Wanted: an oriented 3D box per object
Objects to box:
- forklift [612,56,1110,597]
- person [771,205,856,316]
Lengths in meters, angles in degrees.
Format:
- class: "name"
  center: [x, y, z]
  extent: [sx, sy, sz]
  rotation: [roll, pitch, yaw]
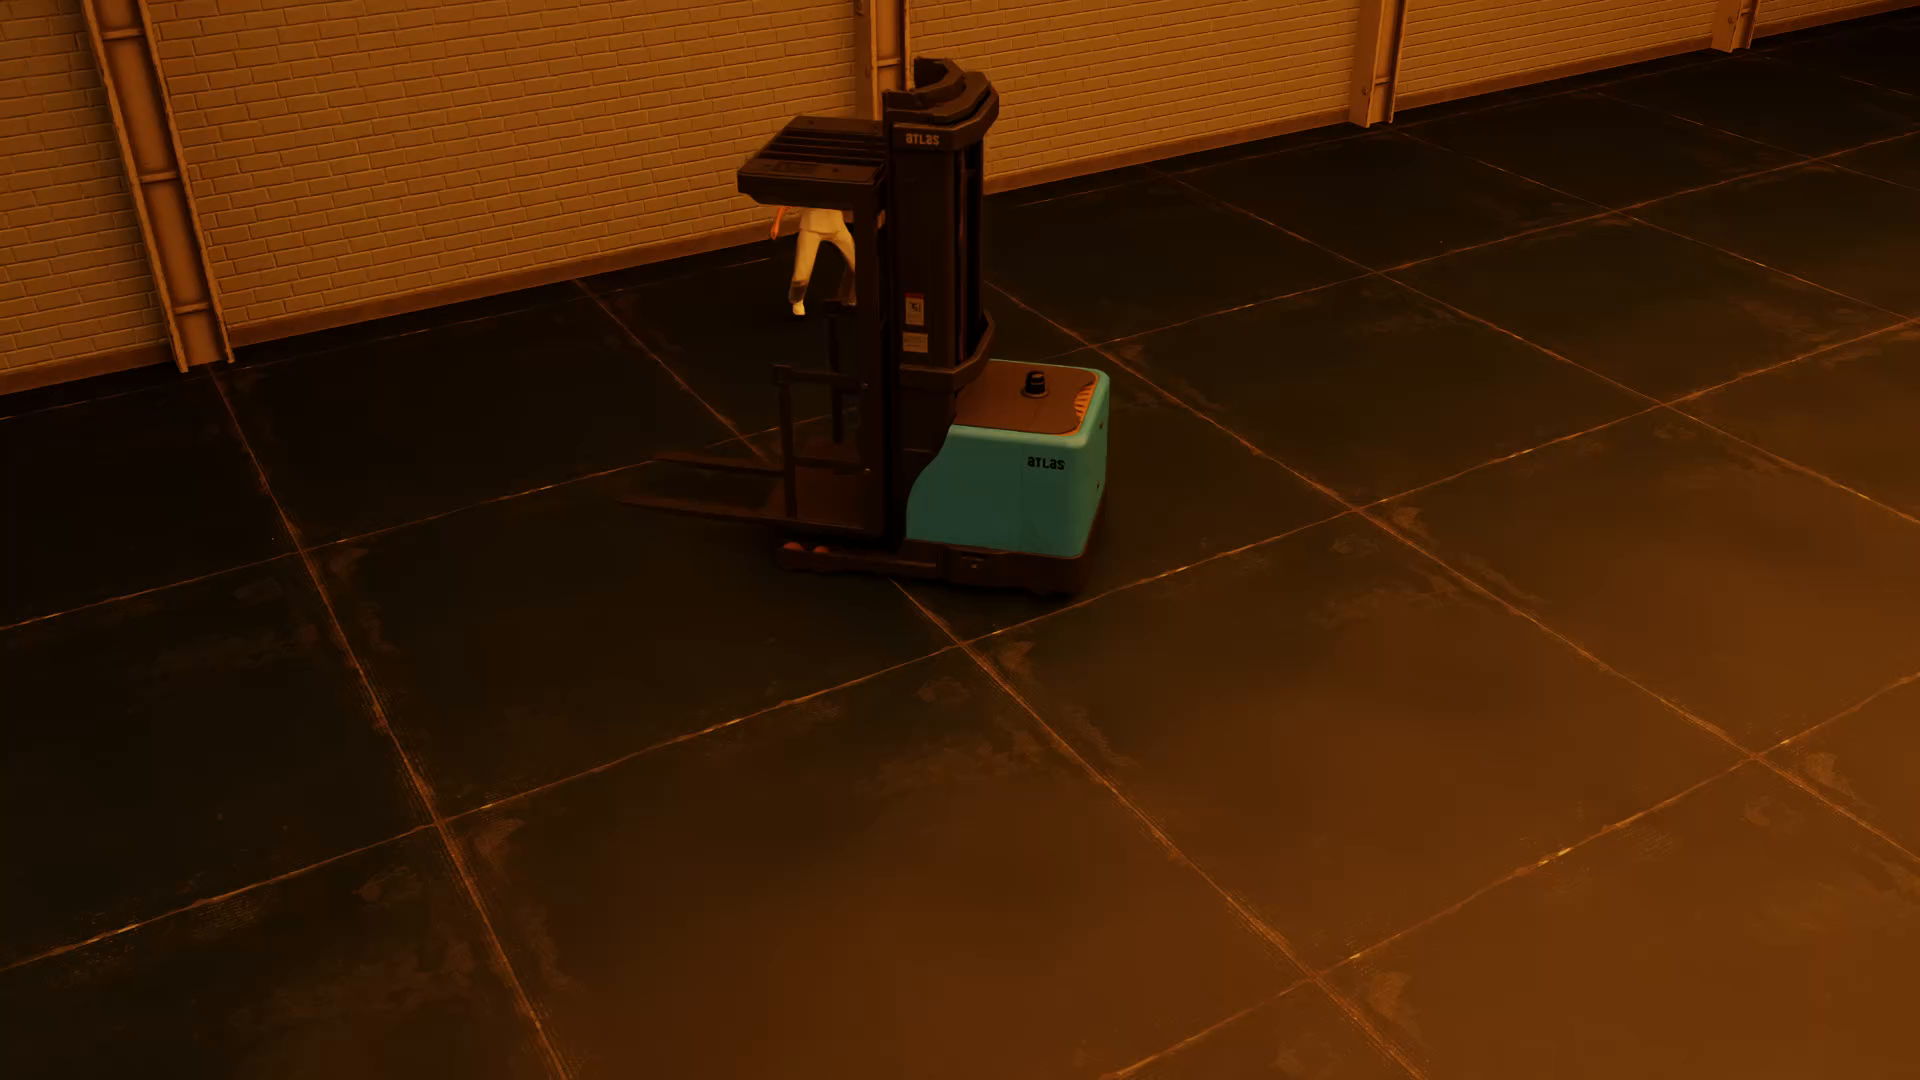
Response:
- class: "forklift"
  center: [-0.646, -1.309, 9.832]
  extent: [3.031, 2.935, 1.130]
  rotation: [7, 32, 11]
- class: "person"
  center: [-1.088, -2.467, 13.093]
  extent: [0.798, 1.585, 0.502]
  rotation: [-8, 32, -13]
